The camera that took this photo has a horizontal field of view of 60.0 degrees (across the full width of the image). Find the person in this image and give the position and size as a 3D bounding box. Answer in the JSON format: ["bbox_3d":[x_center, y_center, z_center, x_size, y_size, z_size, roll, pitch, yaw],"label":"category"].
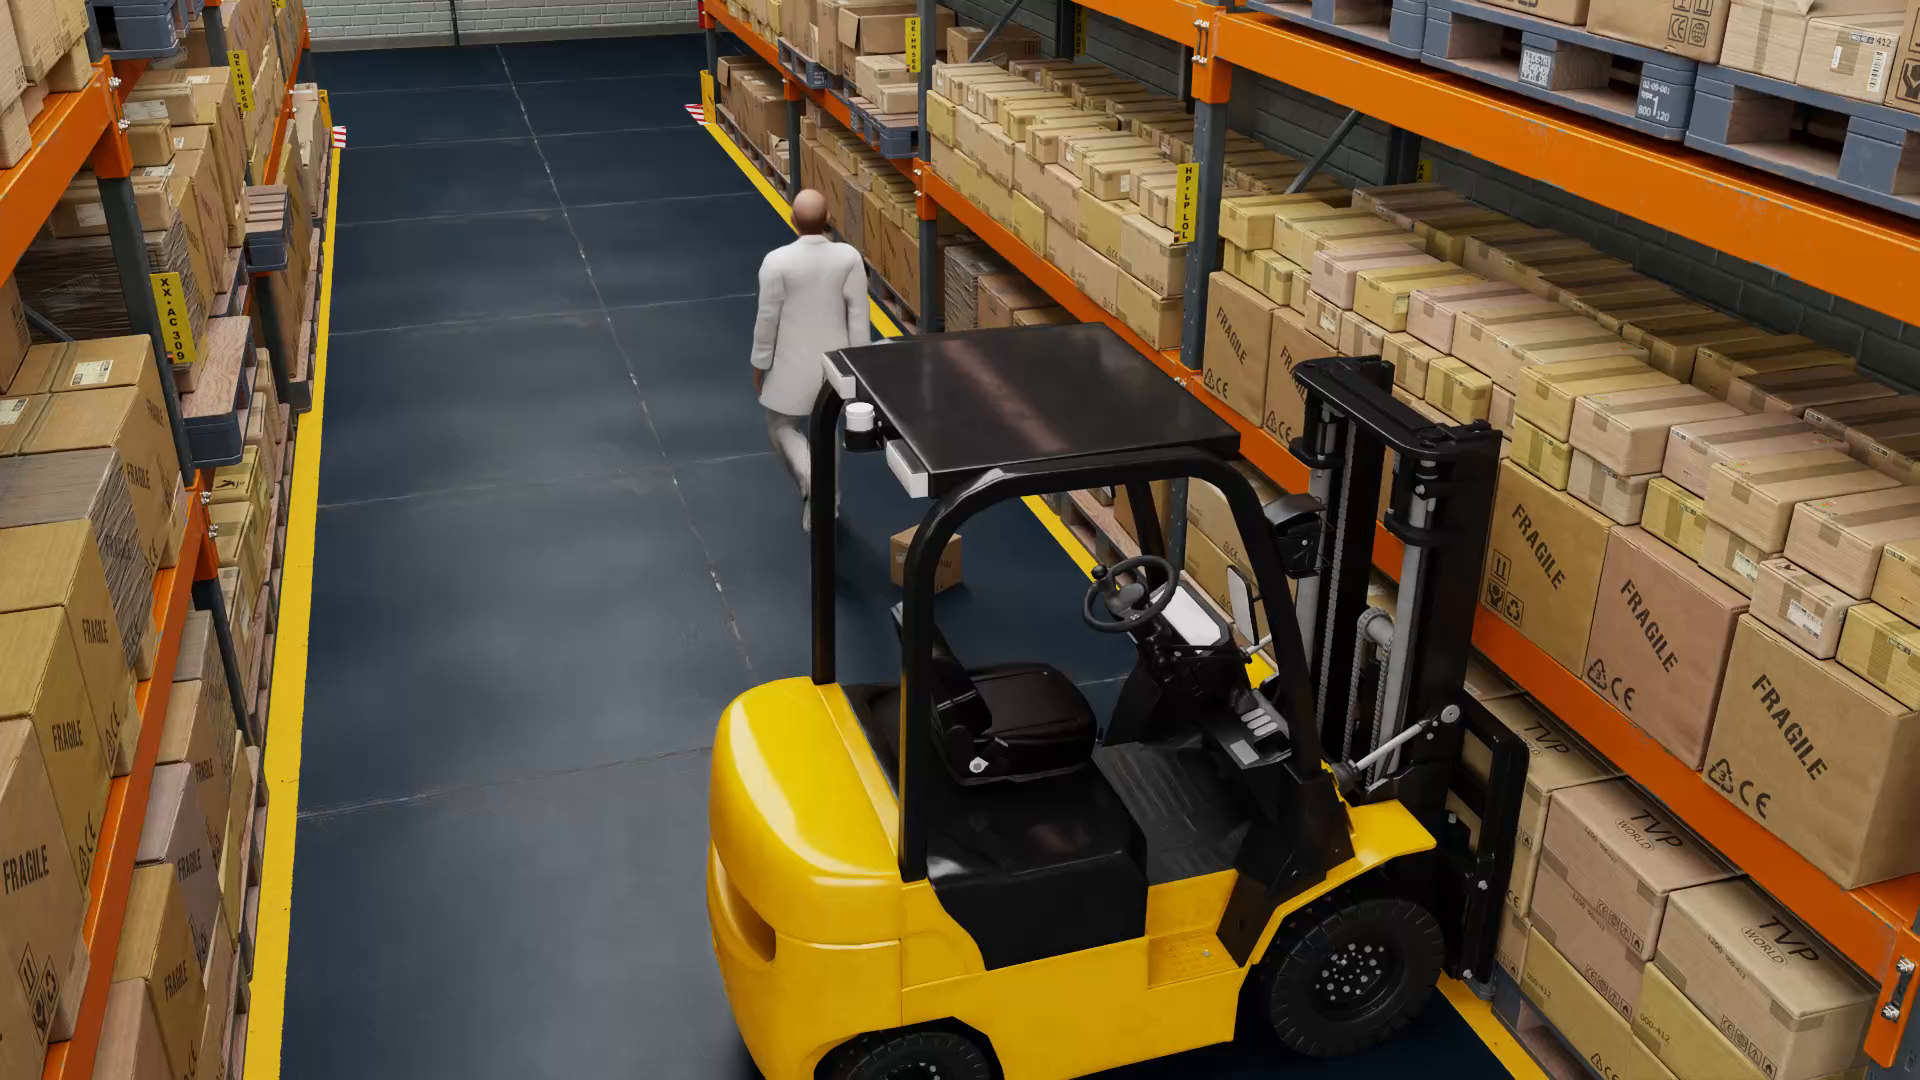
[{"bbox_3d":[-0.742,-0.886,8.387,0.604,1.764,0.717,-11,28,-22],"label":"person"}]
